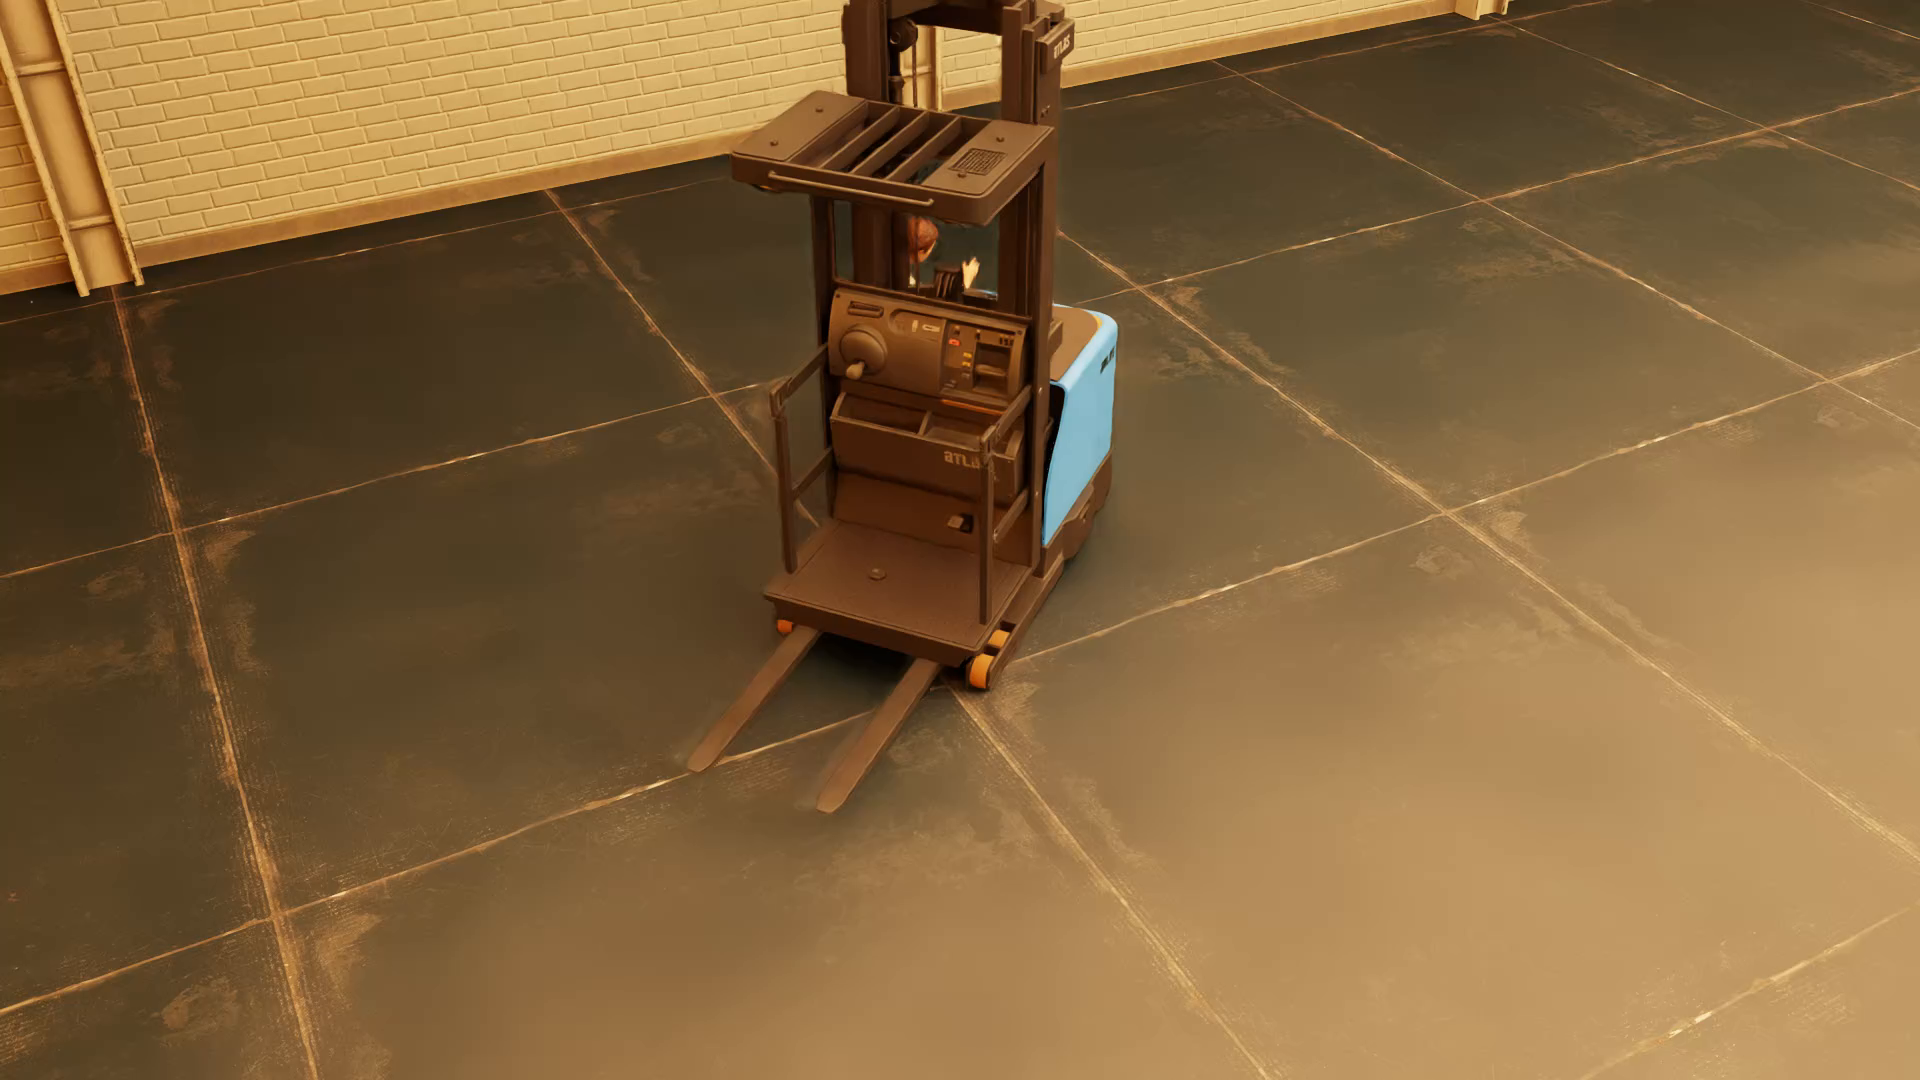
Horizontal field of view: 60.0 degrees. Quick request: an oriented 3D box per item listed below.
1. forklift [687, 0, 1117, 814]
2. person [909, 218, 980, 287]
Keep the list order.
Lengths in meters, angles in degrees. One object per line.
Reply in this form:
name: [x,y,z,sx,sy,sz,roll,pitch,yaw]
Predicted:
forklift: [-0.236,-0.788,7.238,1.130,2.935,3.031,14,38,19]
person: [-0.238,-1.155,9.122,0.700,1.381,1.455,-8,36,-10]
